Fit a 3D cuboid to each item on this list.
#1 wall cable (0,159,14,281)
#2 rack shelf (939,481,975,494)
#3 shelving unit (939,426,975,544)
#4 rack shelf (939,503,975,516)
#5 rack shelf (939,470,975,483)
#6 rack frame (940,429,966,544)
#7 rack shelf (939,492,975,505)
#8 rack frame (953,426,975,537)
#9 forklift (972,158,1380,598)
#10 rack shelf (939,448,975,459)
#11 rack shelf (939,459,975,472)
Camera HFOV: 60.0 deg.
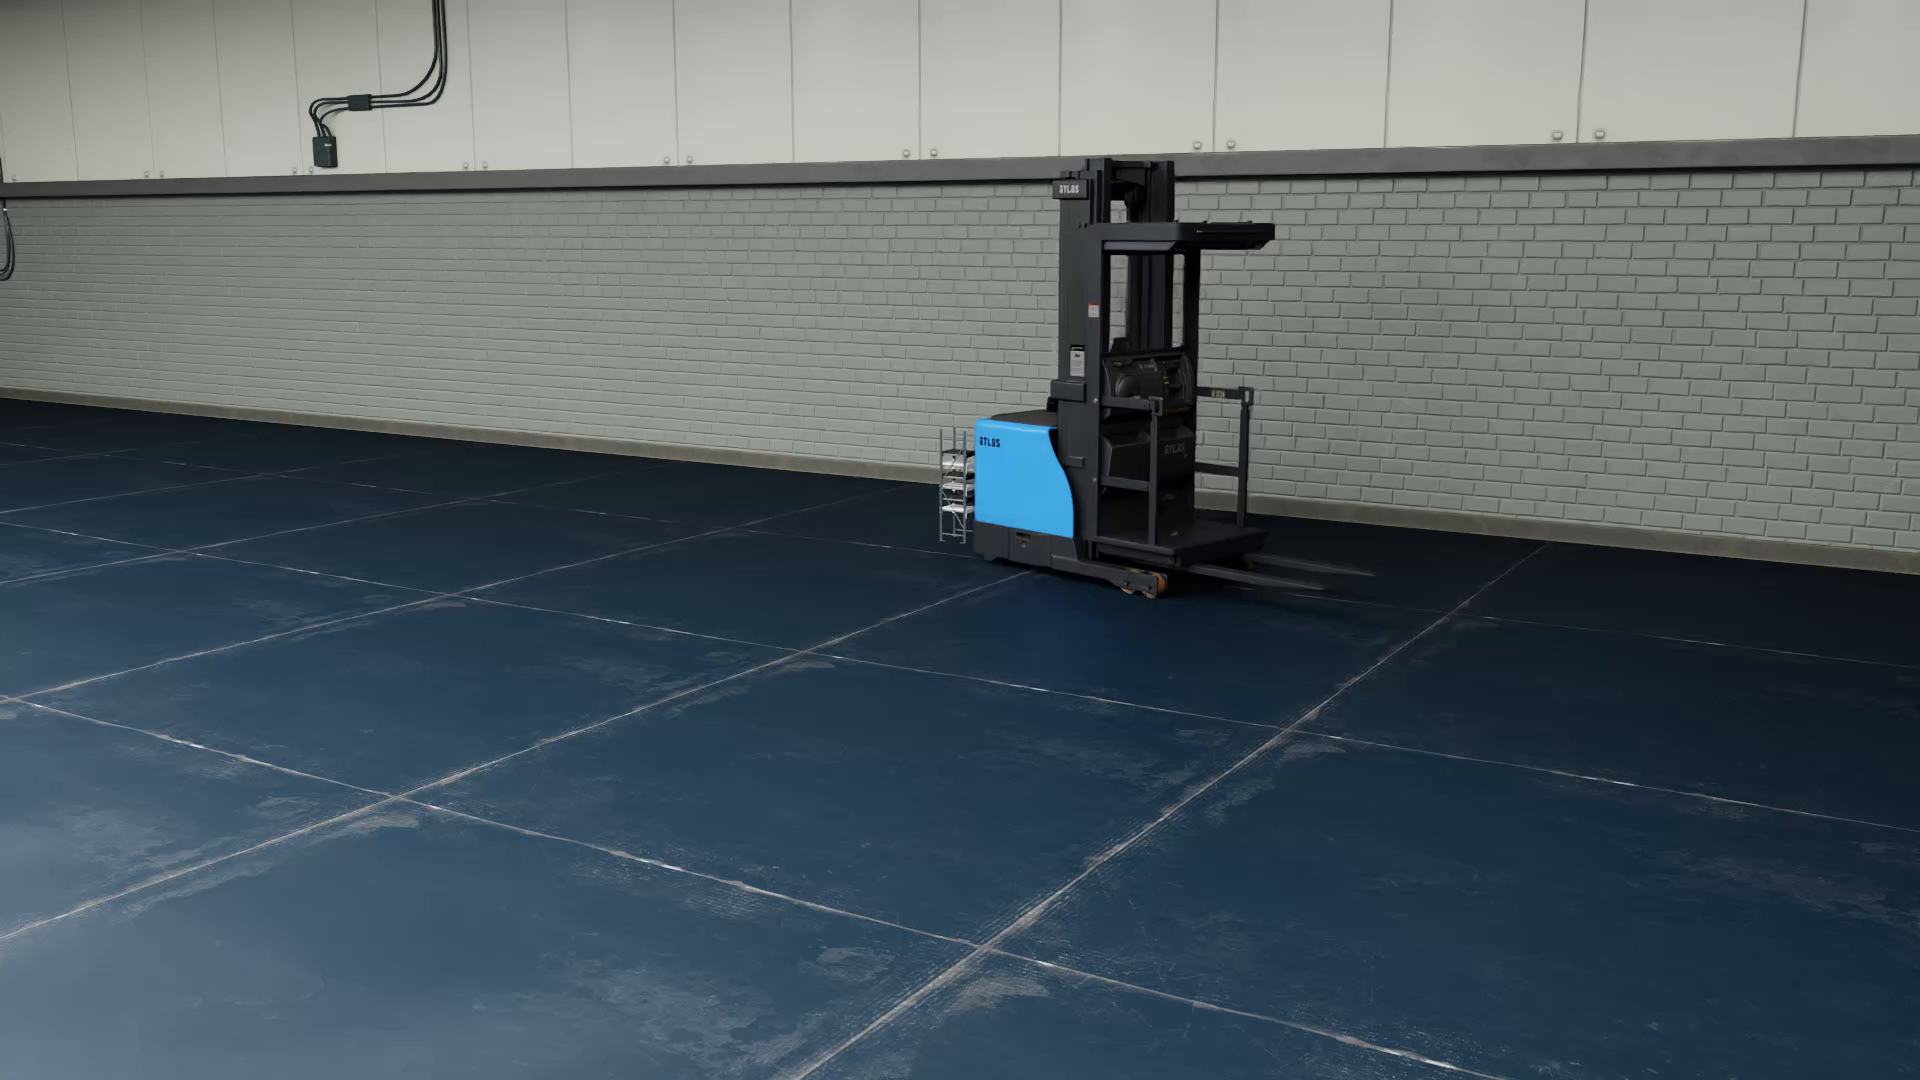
[{"bbox_3d":[-14.930,-5.082,24.497,3.097,2.526,0.112,6,12,31],"label":"wall cable"},{"bbox_3d":[-0.004,-0.408,13.285,0.258,0.077,0.200,6,12,31],"label":"rack shelf"},{"bbox_3d":[-0.004,-0.441,13.279,0.258,0.900,0.210,6,12,31],"label":"shelving unit"},{"bbox_3d":[-0.004,-0.231,13.318,0.258,0.077,0.200,6,12,31],"label":"rack shelf"},{"bbox_3d":[-0.004,-0.497,13.269,0.258,0.077,0.200,6,12,31],"label":"rack shelf"},{"bbox_3d":[-0.057,-0.425,13.194,0.240,0.900,0.006,6,12,31],"label":"rack frame"},{"bbox_3d":[-0.004,-0.320,13.302,0.258,0.077,0.200,6,12,31],"label":"rack shelf"},{"bbox_3d":[0.049,-0.457,13.364,0.240,0.900,0.006,6,12,31],"label":"rack frame"},{"bbox_3d":[1.478,-1.154,11.568,1.130,2.935,3.031,-10,15,-43],"label":"forklift"},{"bbox_3d":[-0.004,-0.674,13.236,0.258,0.077,0.200,6,12,31],"label":"rack shelf"},{"bbox_3d":[-0.004,-0.585,13.252,0.258,0.077,0.200,6,12,31],"label":"rack shelf"}]
